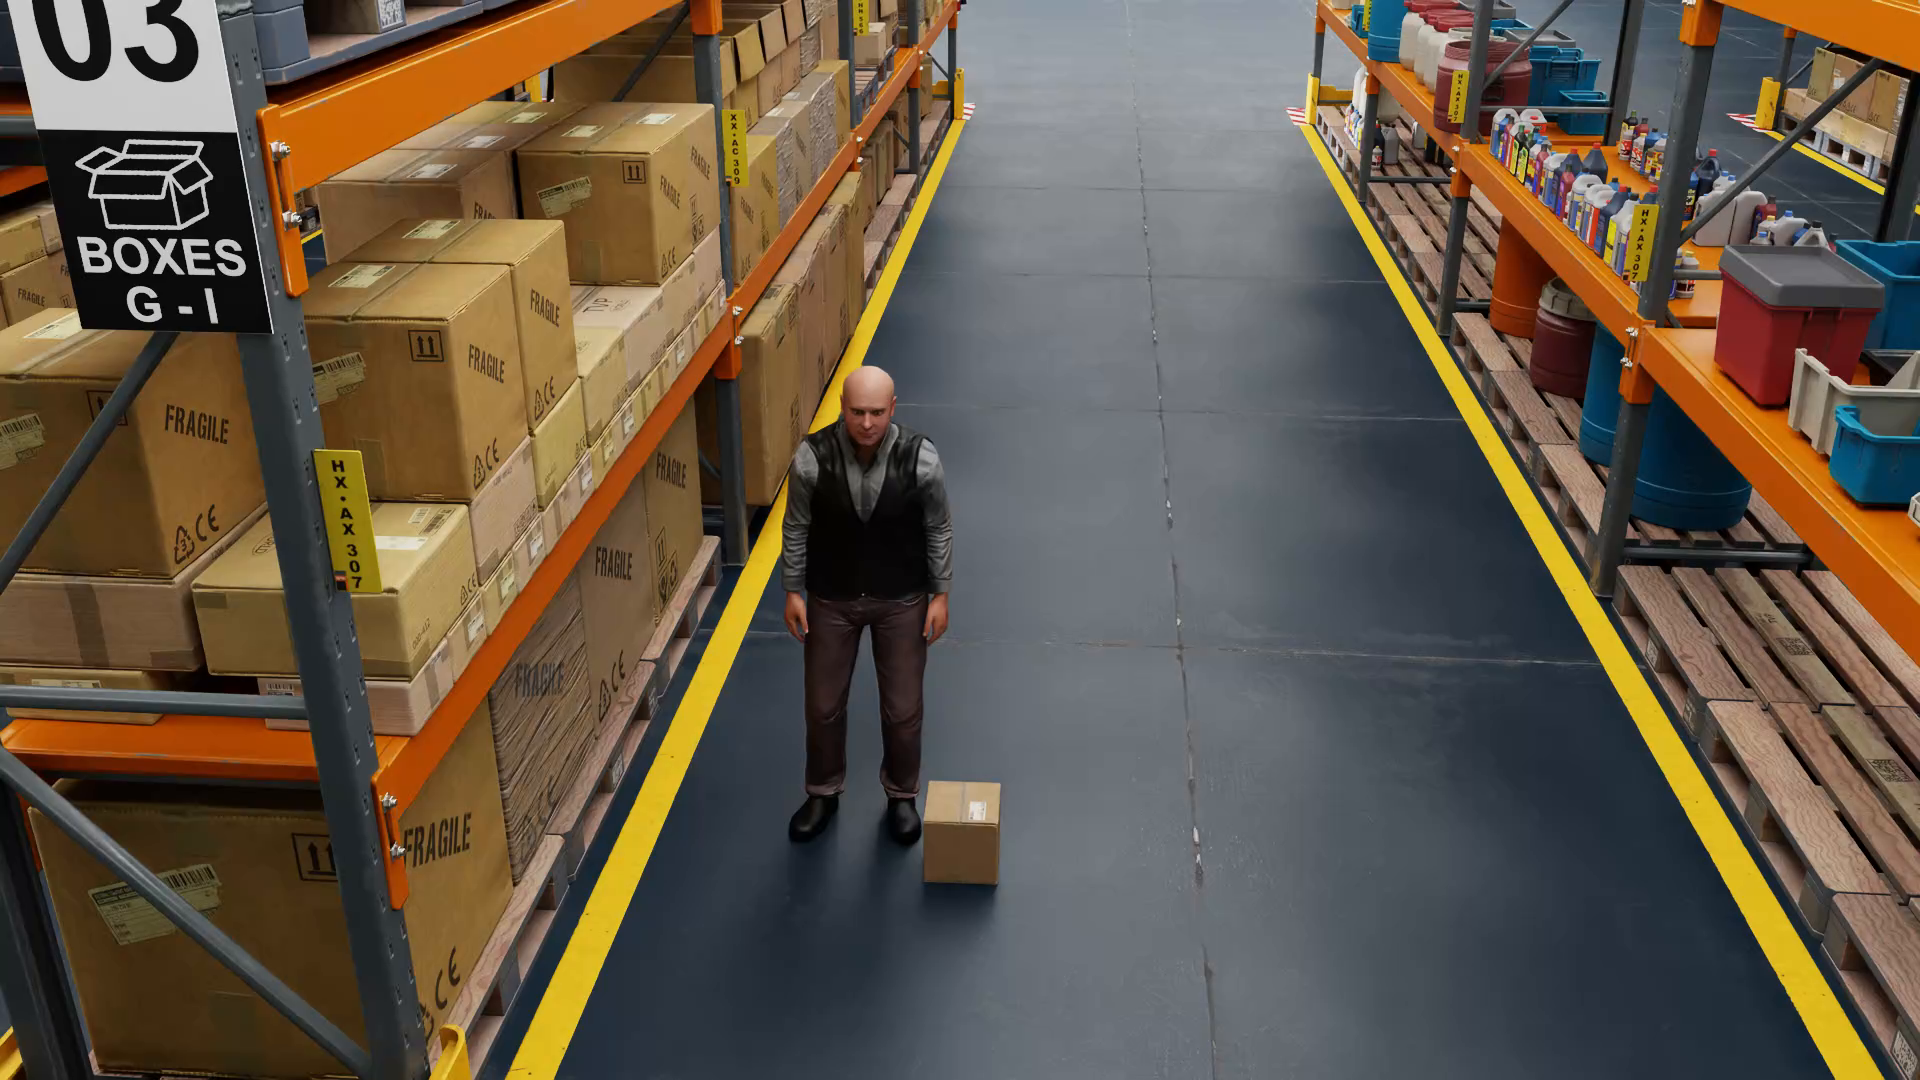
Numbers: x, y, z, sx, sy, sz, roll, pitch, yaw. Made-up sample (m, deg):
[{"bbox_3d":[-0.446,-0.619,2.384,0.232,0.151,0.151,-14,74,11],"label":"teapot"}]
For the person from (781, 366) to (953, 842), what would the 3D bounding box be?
[{"bbox_3d":[-0.315,0.206,5.680,0.585,1.720,0.419,0,24,1],"label":"person"}]
